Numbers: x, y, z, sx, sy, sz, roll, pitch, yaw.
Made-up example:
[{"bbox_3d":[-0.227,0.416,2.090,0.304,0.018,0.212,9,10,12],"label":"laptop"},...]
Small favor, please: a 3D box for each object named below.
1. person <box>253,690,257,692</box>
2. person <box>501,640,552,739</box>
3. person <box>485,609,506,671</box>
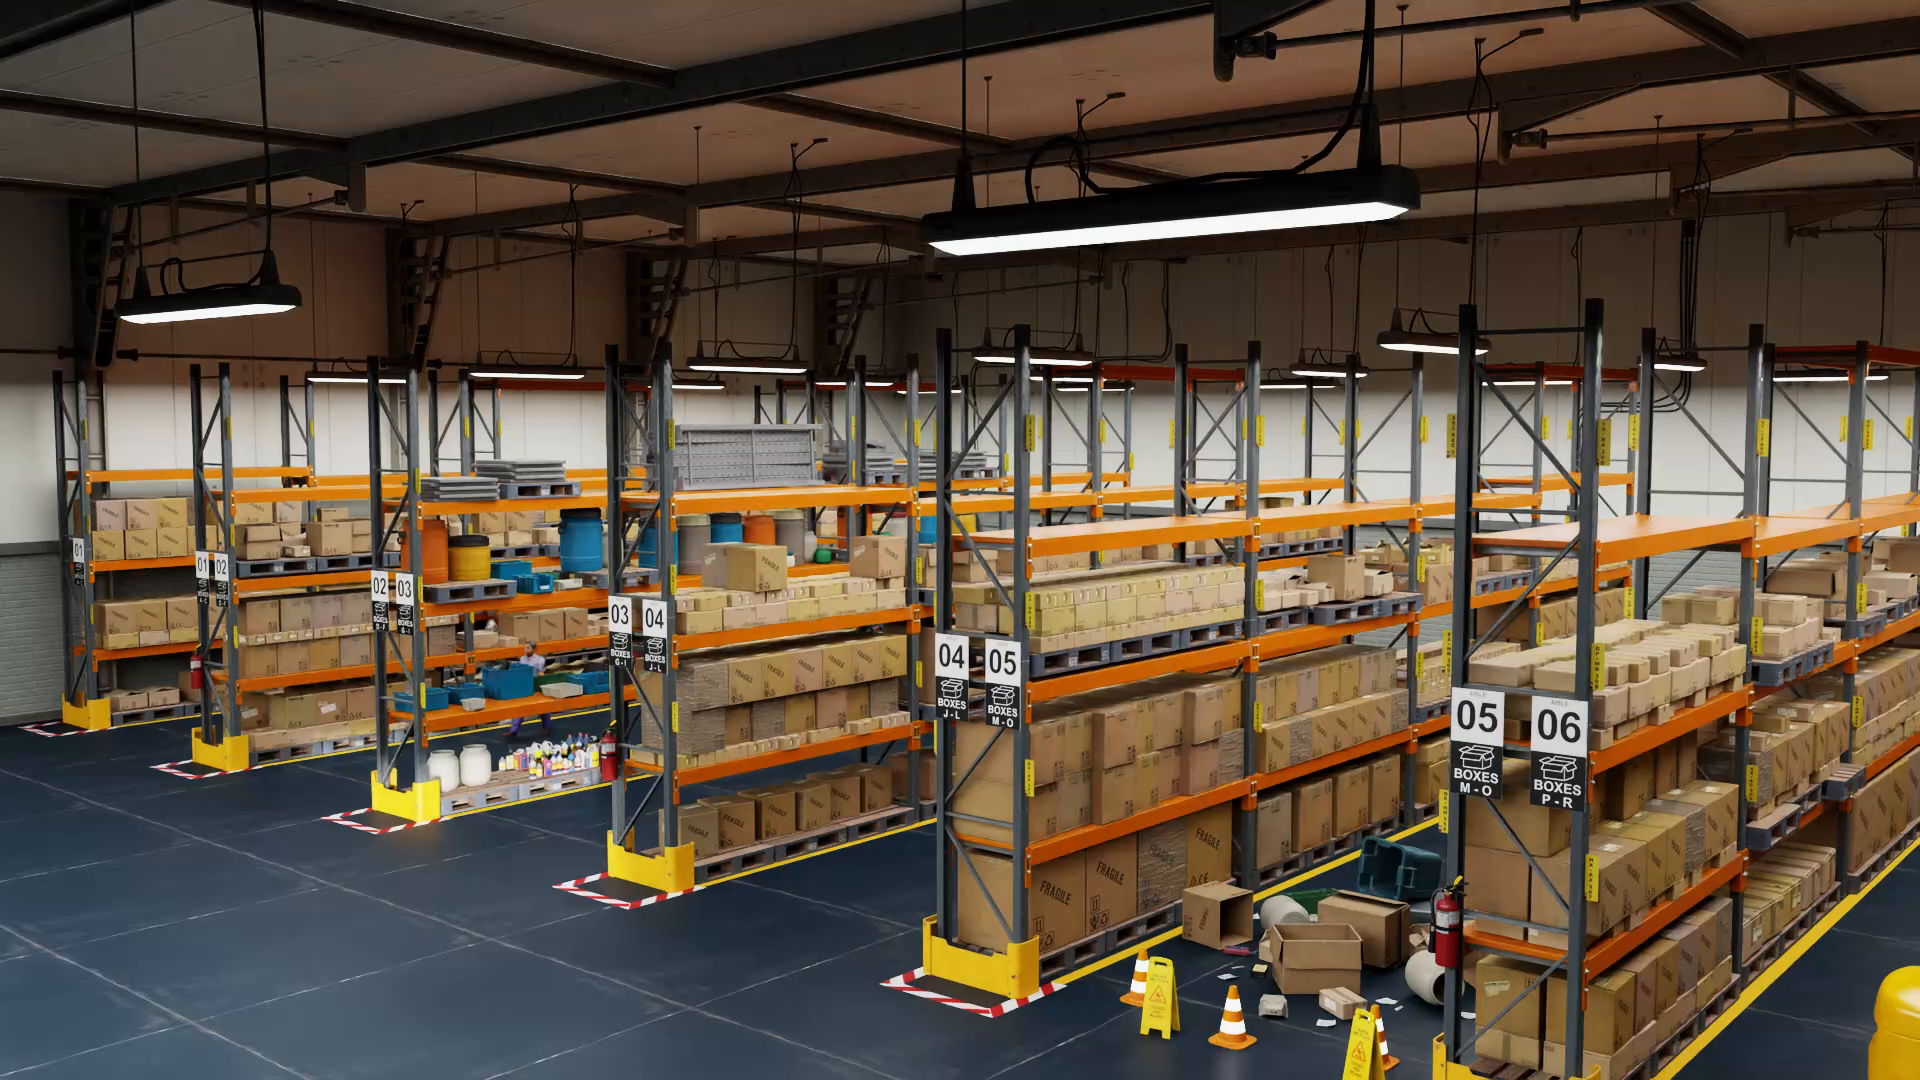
[{"bbox_3d":[-12.129,2.314,28.266,0.511,1.698,0.628,0,4,-3],"label":"person"},{"bbox_3d":[-6.953,2.420,26.817,0.529,1.572,1.053,1,4,10],"label":"person"},{"bbox_3d":[-8.907,2.082,31.571,0.468,1.583,0.448,-3,5,-39],"label":"person"}]
